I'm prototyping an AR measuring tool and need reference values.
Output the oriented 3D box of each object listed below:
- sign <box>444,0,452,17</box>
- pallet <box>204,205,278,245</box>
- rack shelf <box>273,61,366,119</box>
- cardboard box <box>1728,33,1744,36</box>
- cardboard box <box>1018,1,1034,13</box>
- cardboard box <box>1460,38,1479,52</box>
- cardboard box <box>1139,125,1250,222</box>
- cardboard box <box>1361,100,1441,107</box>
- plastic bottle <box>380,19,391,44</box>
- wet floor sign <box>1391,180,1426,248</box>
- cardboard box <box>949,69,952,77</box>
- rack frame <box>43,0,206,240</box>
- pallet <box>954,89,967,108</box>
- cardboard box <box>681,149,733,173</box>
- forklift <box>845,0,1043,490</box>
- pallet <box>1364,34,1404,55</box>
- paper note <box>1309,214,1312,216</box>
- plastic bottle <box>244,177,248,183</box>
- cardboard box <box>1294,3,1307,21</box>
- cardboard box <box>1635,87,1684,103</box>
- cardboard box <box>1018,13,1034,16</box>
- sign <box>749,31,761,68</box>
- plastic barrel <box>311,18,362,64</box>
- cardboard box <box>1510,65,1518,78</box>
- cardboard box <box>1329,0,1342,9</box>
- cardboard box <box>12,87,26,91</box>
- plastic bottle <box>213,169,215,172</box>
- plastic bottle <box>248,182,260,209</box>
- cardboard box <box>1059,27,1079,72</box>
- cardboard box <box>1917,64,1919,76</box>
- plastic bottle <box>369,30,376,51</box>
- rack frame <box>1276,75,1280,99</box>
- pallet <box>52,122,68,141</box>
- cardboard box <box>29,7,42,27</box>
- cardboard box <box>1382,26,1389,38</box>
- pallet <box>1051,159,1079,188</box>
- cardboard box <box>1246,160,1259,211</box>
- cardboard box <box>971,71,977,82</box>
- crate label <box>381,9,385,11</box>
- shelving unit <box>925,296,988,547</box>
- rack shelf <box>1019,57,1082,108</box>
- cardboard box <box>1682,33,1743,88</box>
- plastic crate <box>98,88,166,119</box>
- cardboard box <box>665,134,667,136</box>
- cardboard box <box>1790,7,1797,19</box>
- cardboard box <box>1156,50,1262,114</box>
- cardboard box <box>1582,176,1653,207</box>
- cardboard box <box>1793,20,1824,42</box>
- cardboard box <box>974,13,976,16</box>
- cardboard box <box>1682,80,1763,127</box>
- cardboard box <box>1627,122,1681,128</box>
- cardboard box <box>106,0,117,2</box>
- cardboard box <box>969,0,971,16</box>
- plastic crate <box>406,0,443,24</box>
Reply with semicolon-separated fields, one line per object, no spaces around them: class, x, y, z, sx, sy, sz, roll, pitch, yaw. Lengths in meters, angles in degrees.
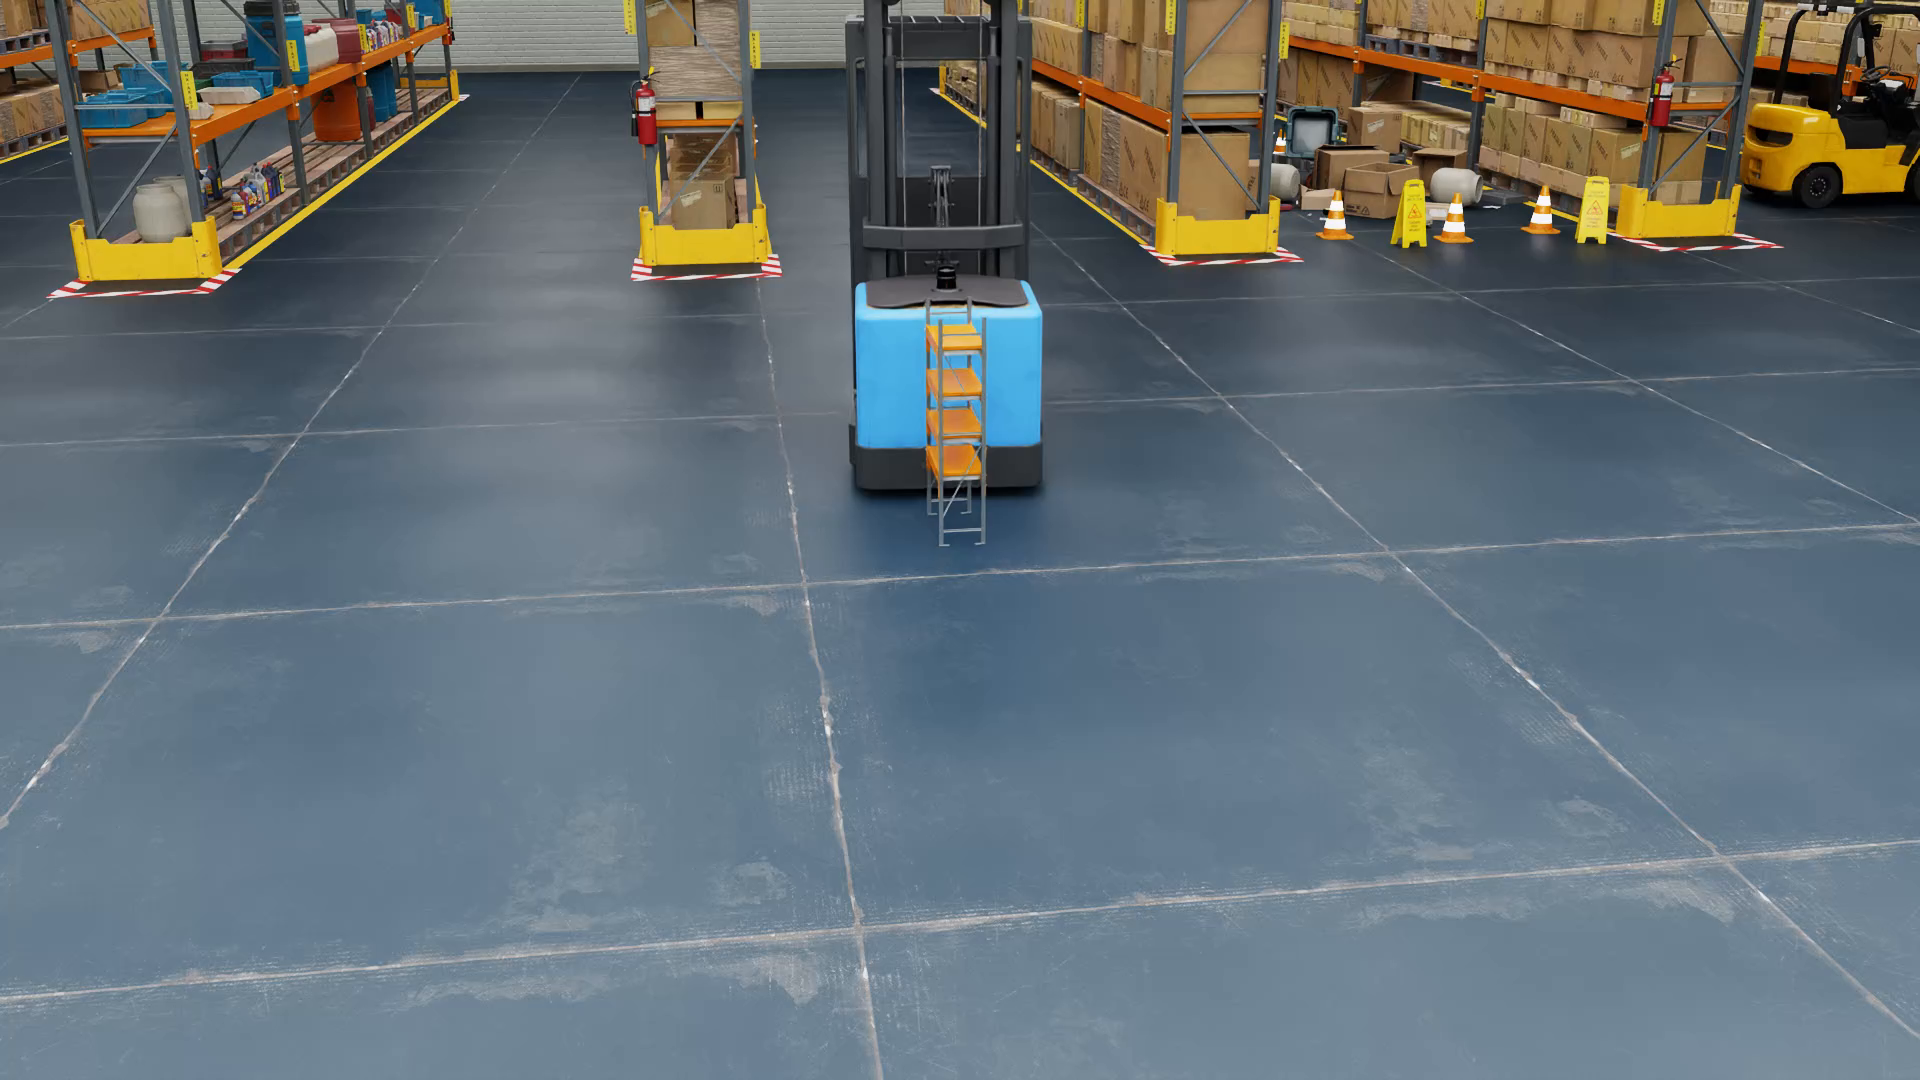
sign;-9.079;-9.442;29.476;0.100;0.325;0.005;-3;21;-8
pallet;-7.656;-3.213;17.018;1.003;0.211;1.213;-3;21;-8
rack shelf;-8.179;-5.533;20.272;1.077;0.370;4.000;-3;21;-8
cardboard box;11.123;-6.975;23.319;0.500;0.250;0.500;-4;21;-10
cardboard box;0.832;-7.532;23.503;0.380;0.149;0.250;-4;21;-10
cardboard box;6.470;-6.170;20.709;0.380;0.149;0.250;-3;21;-7
cardboard box;2.347;-3.690;16.747;0.875;0.875;0.875;-3;21;-7
cardboard box;6.312;-6.082;23.868;0.950;0.372;0.625;-4;21;-11
plastic bottle;-8.561;-7.559;24.737;0.144;0.351;0.185;-3;21;-8
wet floor sign;4.473;-3.245;16.481;0.267;0.644;0.232;-7;21;-17
cardboard box;0.009;-8.506;30.252;0.380;0.149;0.250;-3;21;-8
rack frame;-7.314;-3.793;14.584;1.000;3.000;0.127;-3;21;-8
pallet;0.469;-7.760;29.192;1.003;0.211;1.213;-3;21;-8
cardboard box;-2.714;-3.904;17.853;0.500;0.500;0.500;-5;21;-13
forklift;-0.138;-2.123;10.211;1.130;2.935;3.031;-1;21;-3
pallet;6.449;-6.981;23.394;1.213;0.211;1.003;-3;21;-8
paper note;3.848;-3.576;18.277;0.032;0.001;0.123;8;22;20
plastic bottle;-7.536;-3.710;17.617;0.061;0.283;0.133;-3;21;-8
cardboard box;5.598;-8.339;26.257;0.500;0.250;0.500;-3;21;-7
cardboard box;7.128;-4.543;16.952;0.380;0.149;0.250;-2;21;-6
cardboard box;0.835;-7.394;23.560;0.380;0.149;0.250;-2;21;-7
sign;-1.876;-4.475;15.174;0.100;0.325;0.005;-3;21;-8
plastic barrel;-8.101;-6.481;21.587;0.600;0.536;0.708;-3;21;-8
cardboard box;6.701;-5.509;19.538;0.380;0.149;0.250;-3;21;-8
cardboard box;5.825;-8.170;24.733;0.500;0.500;0.500;-3;21;-7
cardboard box;-14.030;-6.370;24.428;0.500;0.500;0.500;-3;21;-7
plastic bottle;-8.100;-3.874;18.054;0.061;0.283;0.133;-3;21;-8
plastic bottle;-7.360;-3.588;17.305;0.097;0.271;0.097;0;20;0
cardboard box;1.521;-6.032;20.435;0.500;0.500;0.500;-3;21;-8
cardboard box;11.699;-5.704;19.558;0.500;0.500;0.500;-3;21;-8
plastic bottle;-8.331;-7.076;23.542;0.061;0.283;0.133;-3;21;-8
rack frame;5.664;-8.697;27.715;1.000;3.000;0.127;-3;21;-8
pallet;-13.791;-6.113;24.781;1.003;0.211;1.213;-3;21;-8
cardboard box;-14.272;-7.906;25.454;0.500;0.500;0.500;-3;21;-7
cardboard box;6.105;-7.073;23.124;0.380;0.149;0.250;-4;21;-11
pallet;1.747;-4.600;20.730;1.003;0.211;1.213;-3;21;-8
cardboard box;3.173;-3.987;18.673;0.500;0.500;0.500;1;20;2
cardboard box;0.395;-7.749;27.800;0.380;0.149;0.250;-3;21;-7
crate label;-9.911;-9.180;29.161;0.416;0.233;0.303;-3;21;-8
shelving unit;-0.024;-0.619;8.660;0.258;1.200;0.503;-3;21;-8
rack shelf;1.645;-5.998;21.516;1.077;0.370;4.000;-3;21;-8
cardboard box;7.600;-4.906;16.998;0.500;0.500;0.500;-3;21;-9
plastic crate;-7.770;-4.106;15.636;0.499;0.251;0.408;-3;21;-8
cardboard box;-3.645;-6.254;23.609;1.225;0.875;0.875;-4;21;-10
cardboard box;11.276;-6.991;22.076;0.380;0.149;0.250;-3;21;-9
cardboard box;2.412;-4.454;16.140;0.875;0.550;0.550;-3;21;-8
cardboard box;7.007;-3.726;17.734;0.500;0.250;0.500;-3;21;-8
cardboard box;11.323;-6.678;21.808;0.500;0.250;0.500;-3;21;-9
cardboard box;0.427;-8.236;26.240;0.380;0.149;0.250;-3;21;-7
cardboard box;11.228;-6.431;24.442;0.875;0.625;0.625;-2;21;-6
cardboard box;7.467;-4.284;18.158;0.500;0.500;0.500;-4;21;-10
cardboard box;-13.959;-8.927;26.758;0.500;0.500;0.500;-2;21;-6
cardboard box;0.431;-8.752;27.293;0.500;0.500;0.500;-3;21;-8
plastic crate;-9.387;-9.271;29.114;0.616;0.435;0.499;-3;21;-8
